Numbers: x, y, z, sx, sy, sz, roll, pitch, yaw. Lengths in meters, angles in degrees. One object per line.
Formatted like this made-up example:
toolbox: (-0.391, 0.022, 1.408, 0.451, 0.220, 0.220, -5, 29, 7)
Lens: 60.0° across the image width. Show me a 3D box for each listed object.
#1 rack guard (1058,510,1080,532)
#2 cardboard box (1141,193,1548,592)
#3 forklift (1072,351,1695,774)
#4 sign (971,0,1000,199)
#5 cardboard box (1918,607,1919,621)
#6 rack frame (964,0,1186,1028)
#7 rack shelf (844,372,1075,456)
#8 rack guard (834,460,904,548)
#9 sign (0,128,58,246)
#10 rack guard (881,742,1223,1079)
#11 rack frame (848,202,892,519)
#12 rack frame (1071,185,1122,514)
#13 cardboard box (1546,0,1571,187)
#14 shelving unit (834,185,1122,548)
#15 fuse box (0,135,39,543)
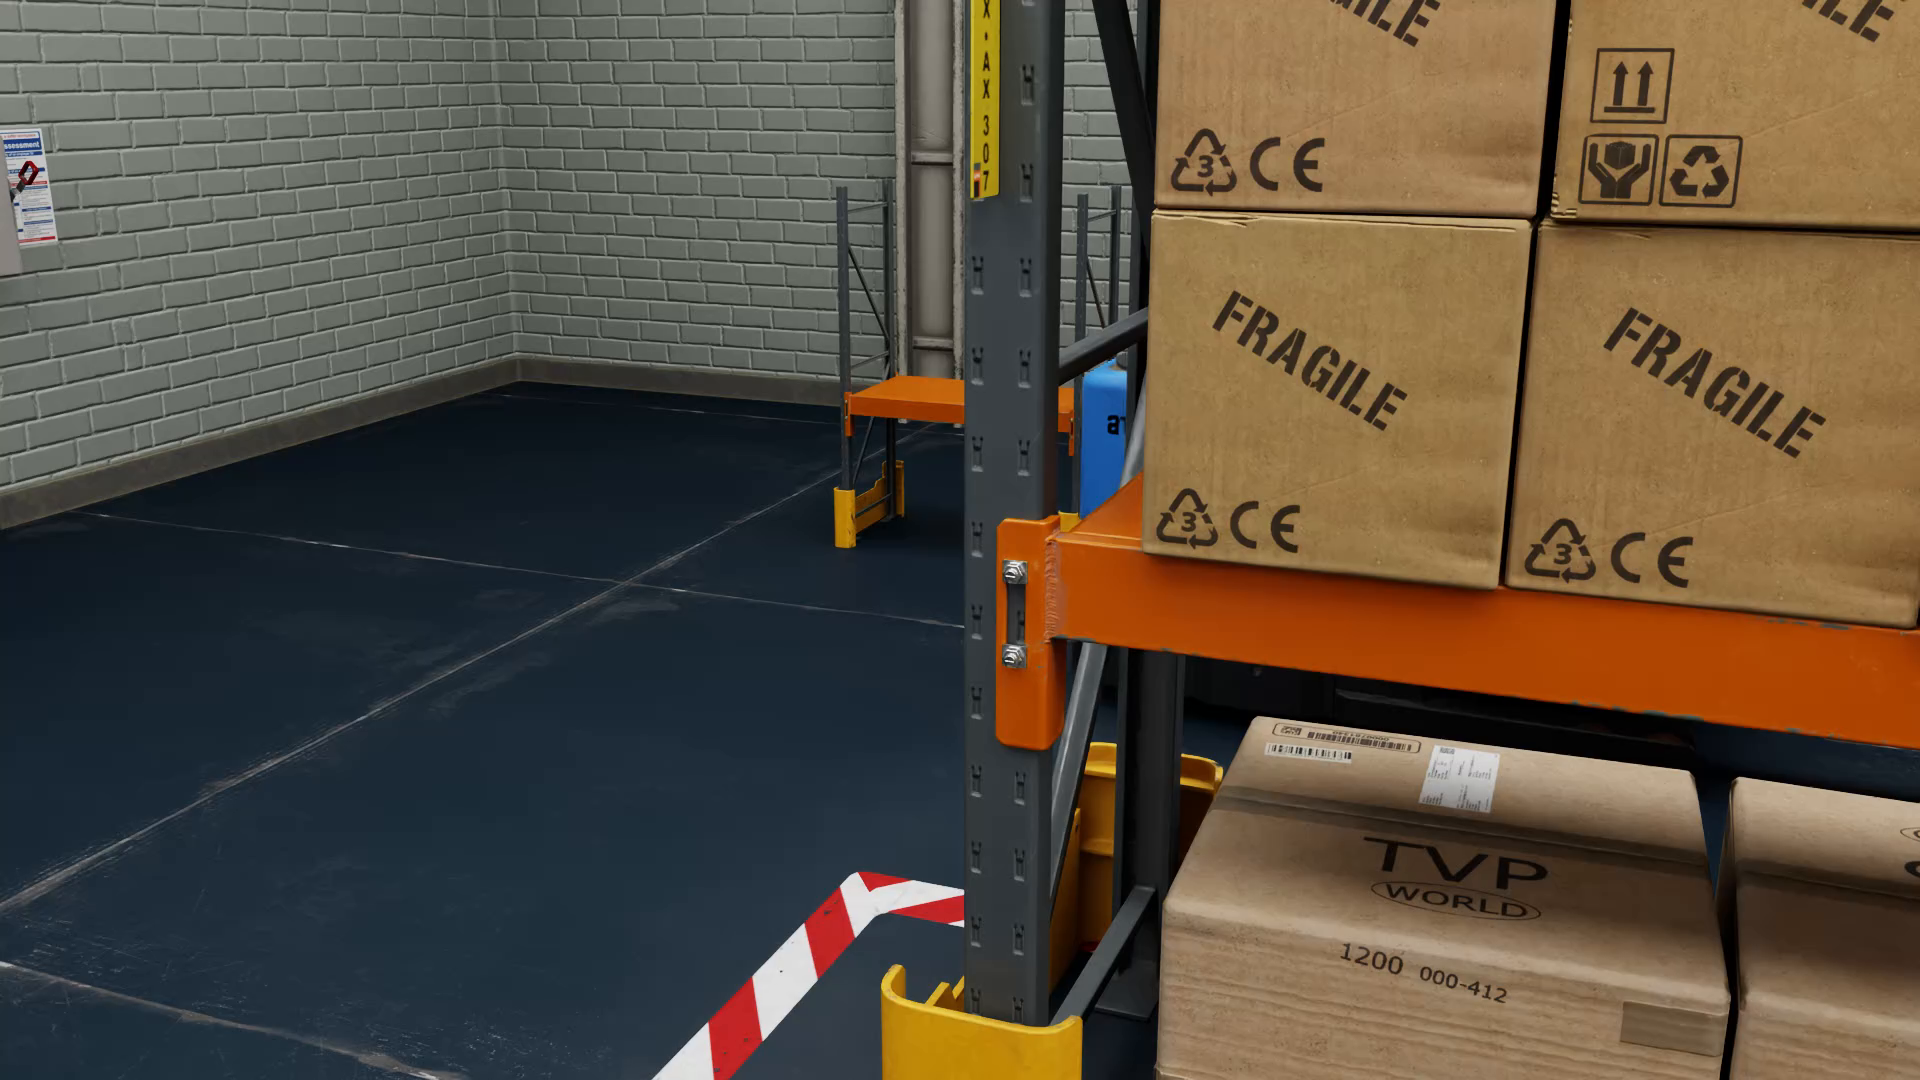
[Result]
rack guard: (0.534, -0.061, 6.936, 0.087, 0.250, 0.587, 6, 17, 21)
cardboard box: (0.586, -0.257, 2.500, 0.500, 0.500, 0.500, 6, 17, 20)
forklift: (1.932, -0.859, 4.876, 3.031, 2.935, 1.130, 7, 18, 22)
sign: (0.035, -0.643, 2.314, 0.005, 0.325, 0.100, 6, 17, 21)
cardboard box: (1.533, -0.156, 2.151, 0.500, 0.500, 0.500, 6, 17, 20)
rack frame: (0.244, -0.333, 2.940, 0.127, 3.000, 1.000, 6, 17, 21)
rack shelf: (0.079, -0.539, 6.985, 1.000, 0.185, 0.538, 6, 17, 21)
rack guard: (-0.392, -0.163, 7.287, 0.087, 0.250, 0.587, 6, 17, 21)
sign: (-4.114, -1.537, 7.258, 0.001, 0.494, 0.329, 6, 17, 21)
rack guard: (0.222, 0.865, 3.297, 0.348, 0.500, 1.175, 6, 17, 21)
rack frame: (-0.393, -0.764, 7.115, 0.013, 1.308, 0.475, 6, 17, 21)
rack frame: (0.552, -0.660, 6.755, 0.032, 1.500, 0.500, 6, 17, 21)
cardboard box: (0.780, -0.873, 2.829, 0.500, 0.500, 0.500, 7, 18, 22)
shelving unit: (0.071, -0.712, 6.938, 1.083, 1.500, 0.587, 6, 17, 21)
fuse box: (-4.103, -0.815, 6.911, 0.414, 1.711, 0.539, 6, 17, 21)
